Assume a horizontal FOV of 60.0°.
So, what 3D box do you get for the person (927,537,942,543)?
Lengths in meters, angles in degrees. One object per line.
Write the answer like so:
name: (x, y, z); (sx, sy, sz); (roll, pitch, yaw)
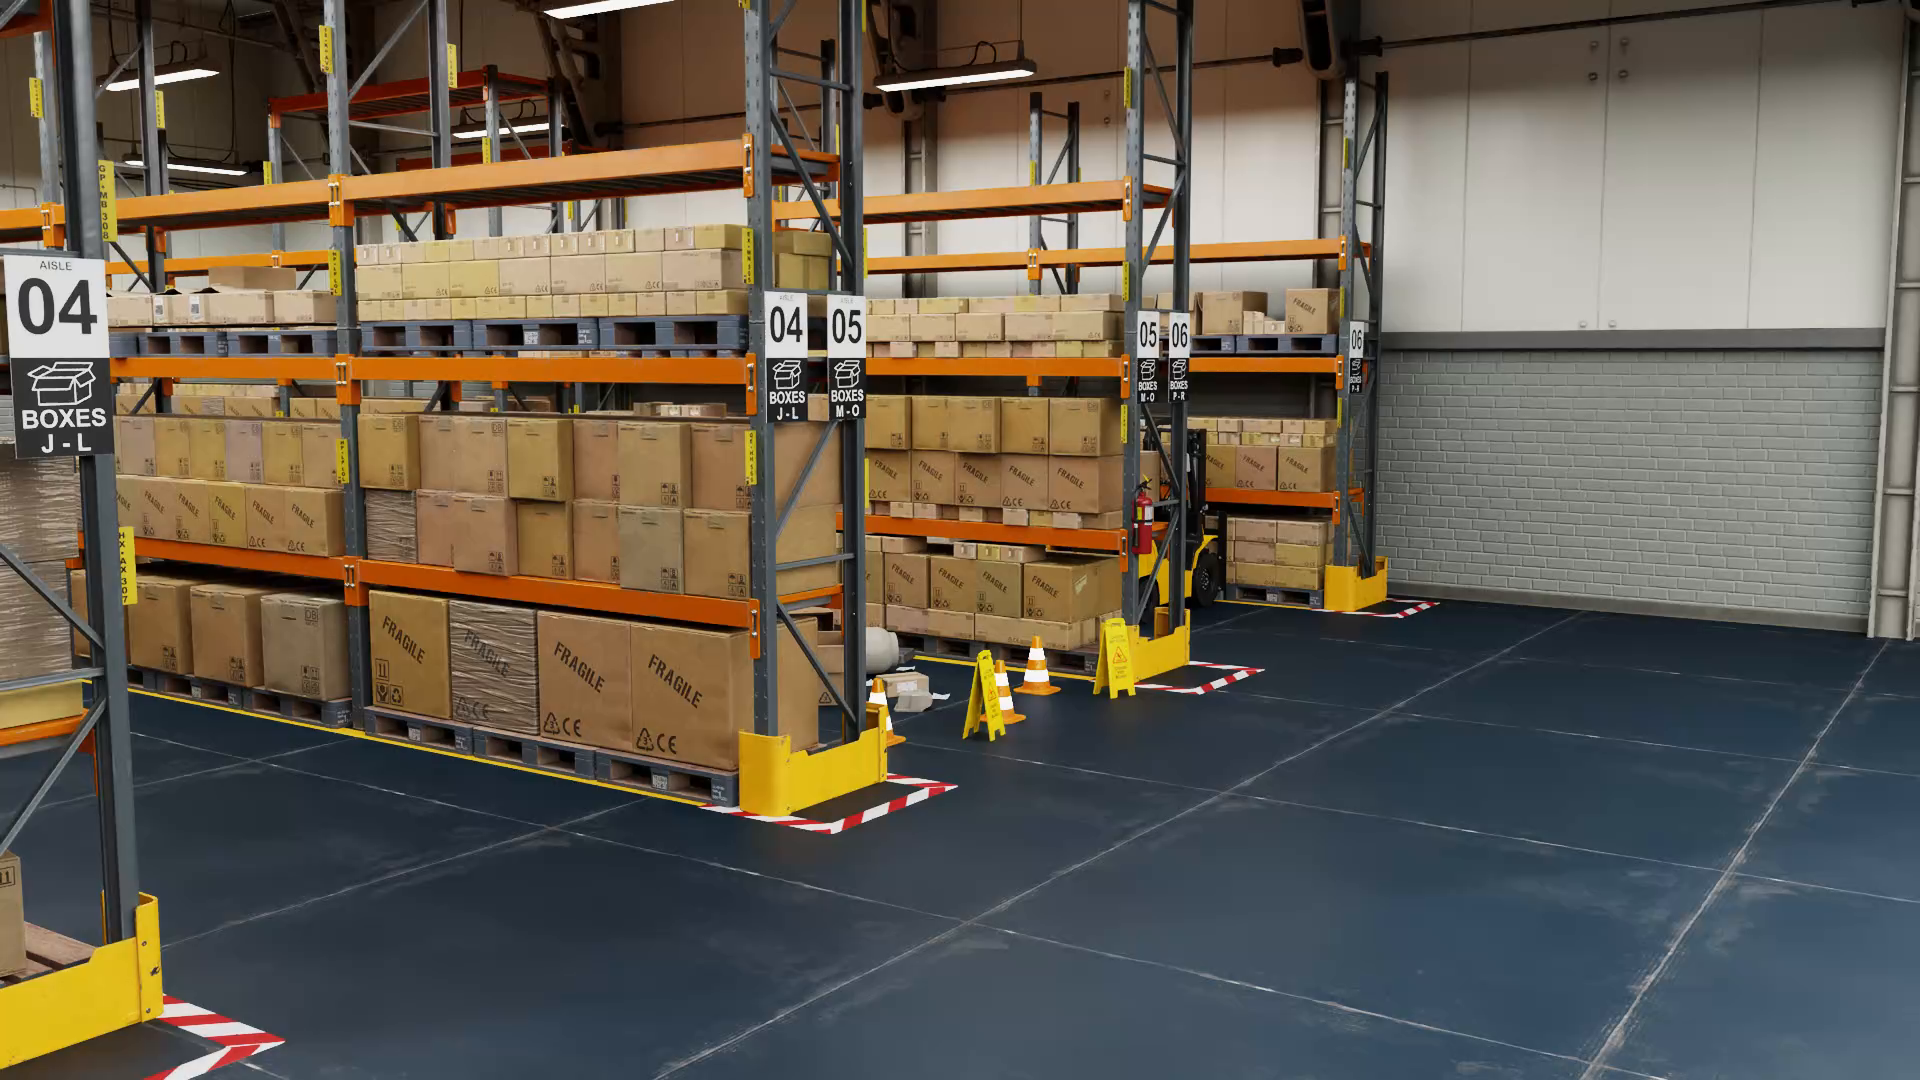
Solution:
person: (-0.471, -0.050, 18.080); (0.565, 1.762, 0.494); (4, 7, 30)
